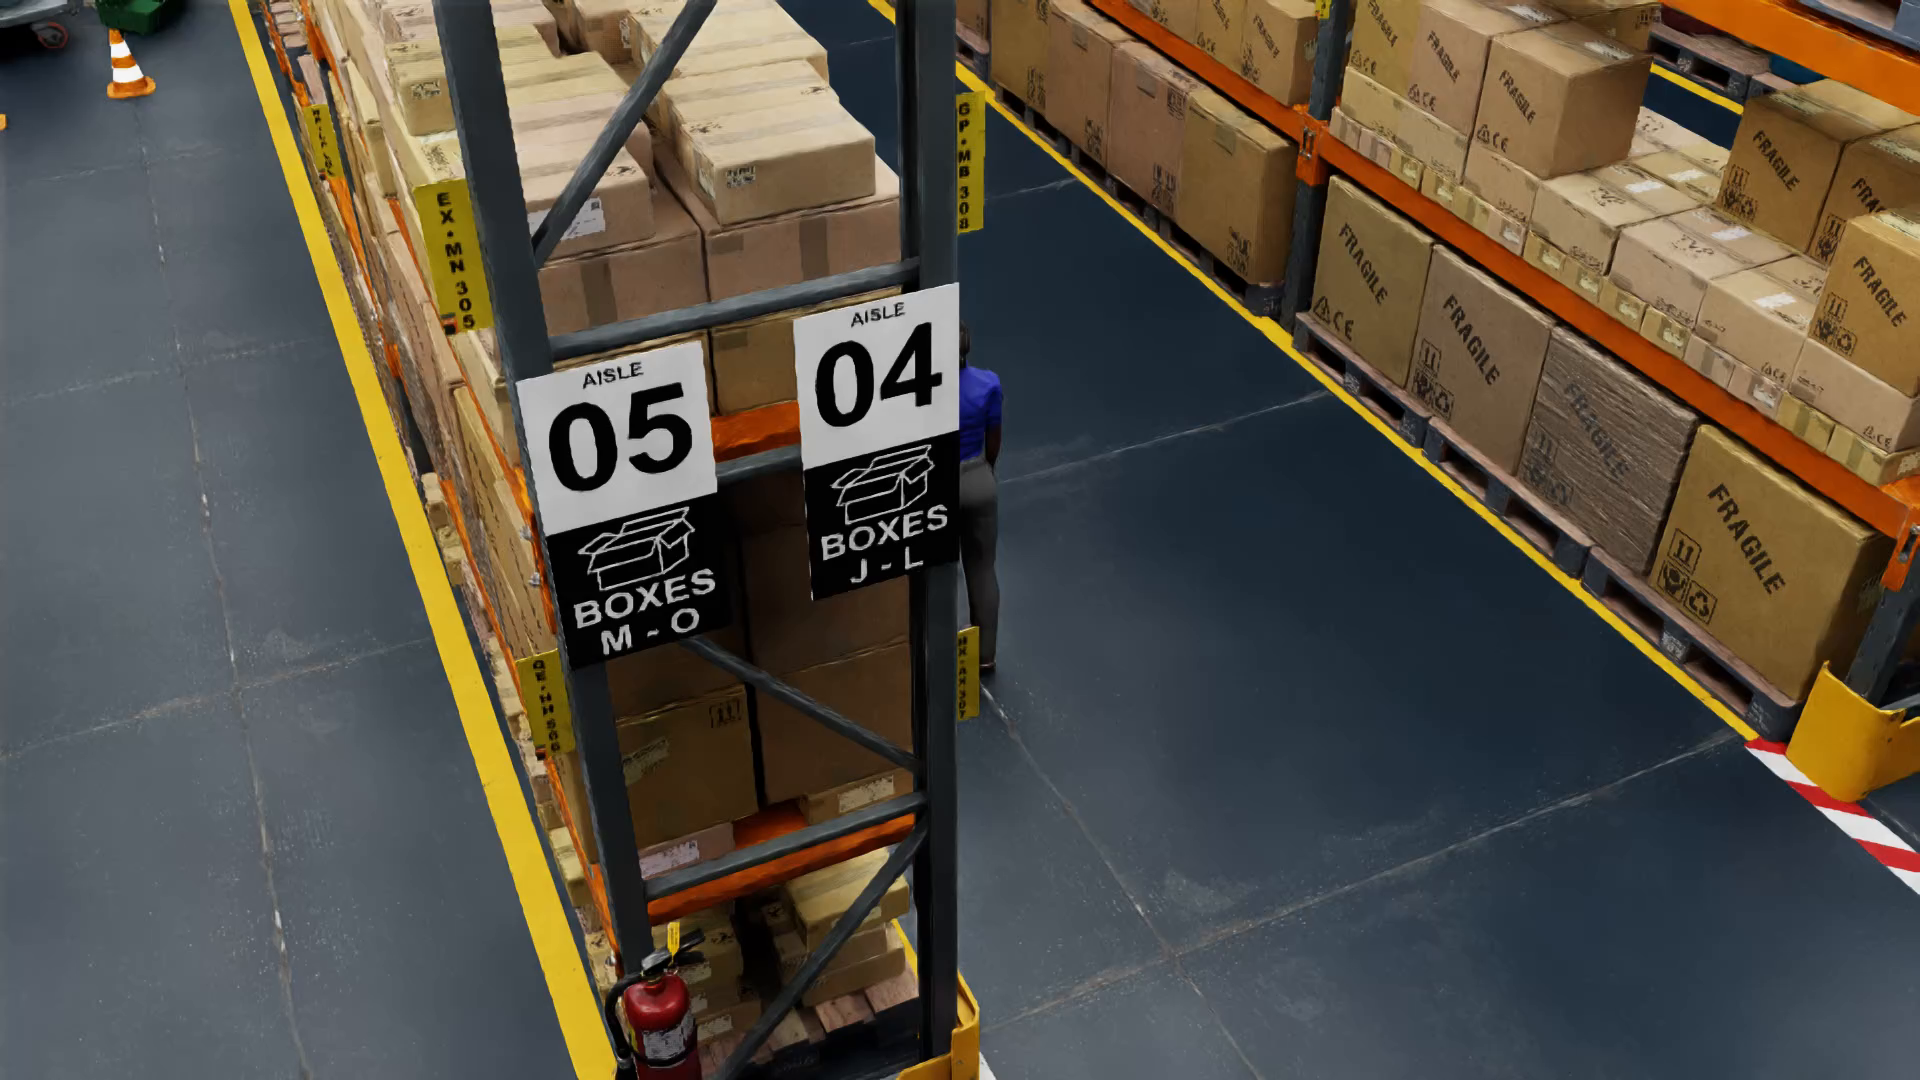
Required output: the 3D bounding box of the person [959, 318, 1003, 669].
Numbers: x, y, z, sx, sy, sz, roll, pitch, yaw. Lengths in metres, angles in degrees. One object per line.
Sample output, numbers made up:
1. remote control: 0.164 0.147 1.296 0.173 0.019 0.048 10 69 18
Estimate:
1. person: -0.020 -0.203 7.138 0.458 1.676 0.593 -13 39 -17
